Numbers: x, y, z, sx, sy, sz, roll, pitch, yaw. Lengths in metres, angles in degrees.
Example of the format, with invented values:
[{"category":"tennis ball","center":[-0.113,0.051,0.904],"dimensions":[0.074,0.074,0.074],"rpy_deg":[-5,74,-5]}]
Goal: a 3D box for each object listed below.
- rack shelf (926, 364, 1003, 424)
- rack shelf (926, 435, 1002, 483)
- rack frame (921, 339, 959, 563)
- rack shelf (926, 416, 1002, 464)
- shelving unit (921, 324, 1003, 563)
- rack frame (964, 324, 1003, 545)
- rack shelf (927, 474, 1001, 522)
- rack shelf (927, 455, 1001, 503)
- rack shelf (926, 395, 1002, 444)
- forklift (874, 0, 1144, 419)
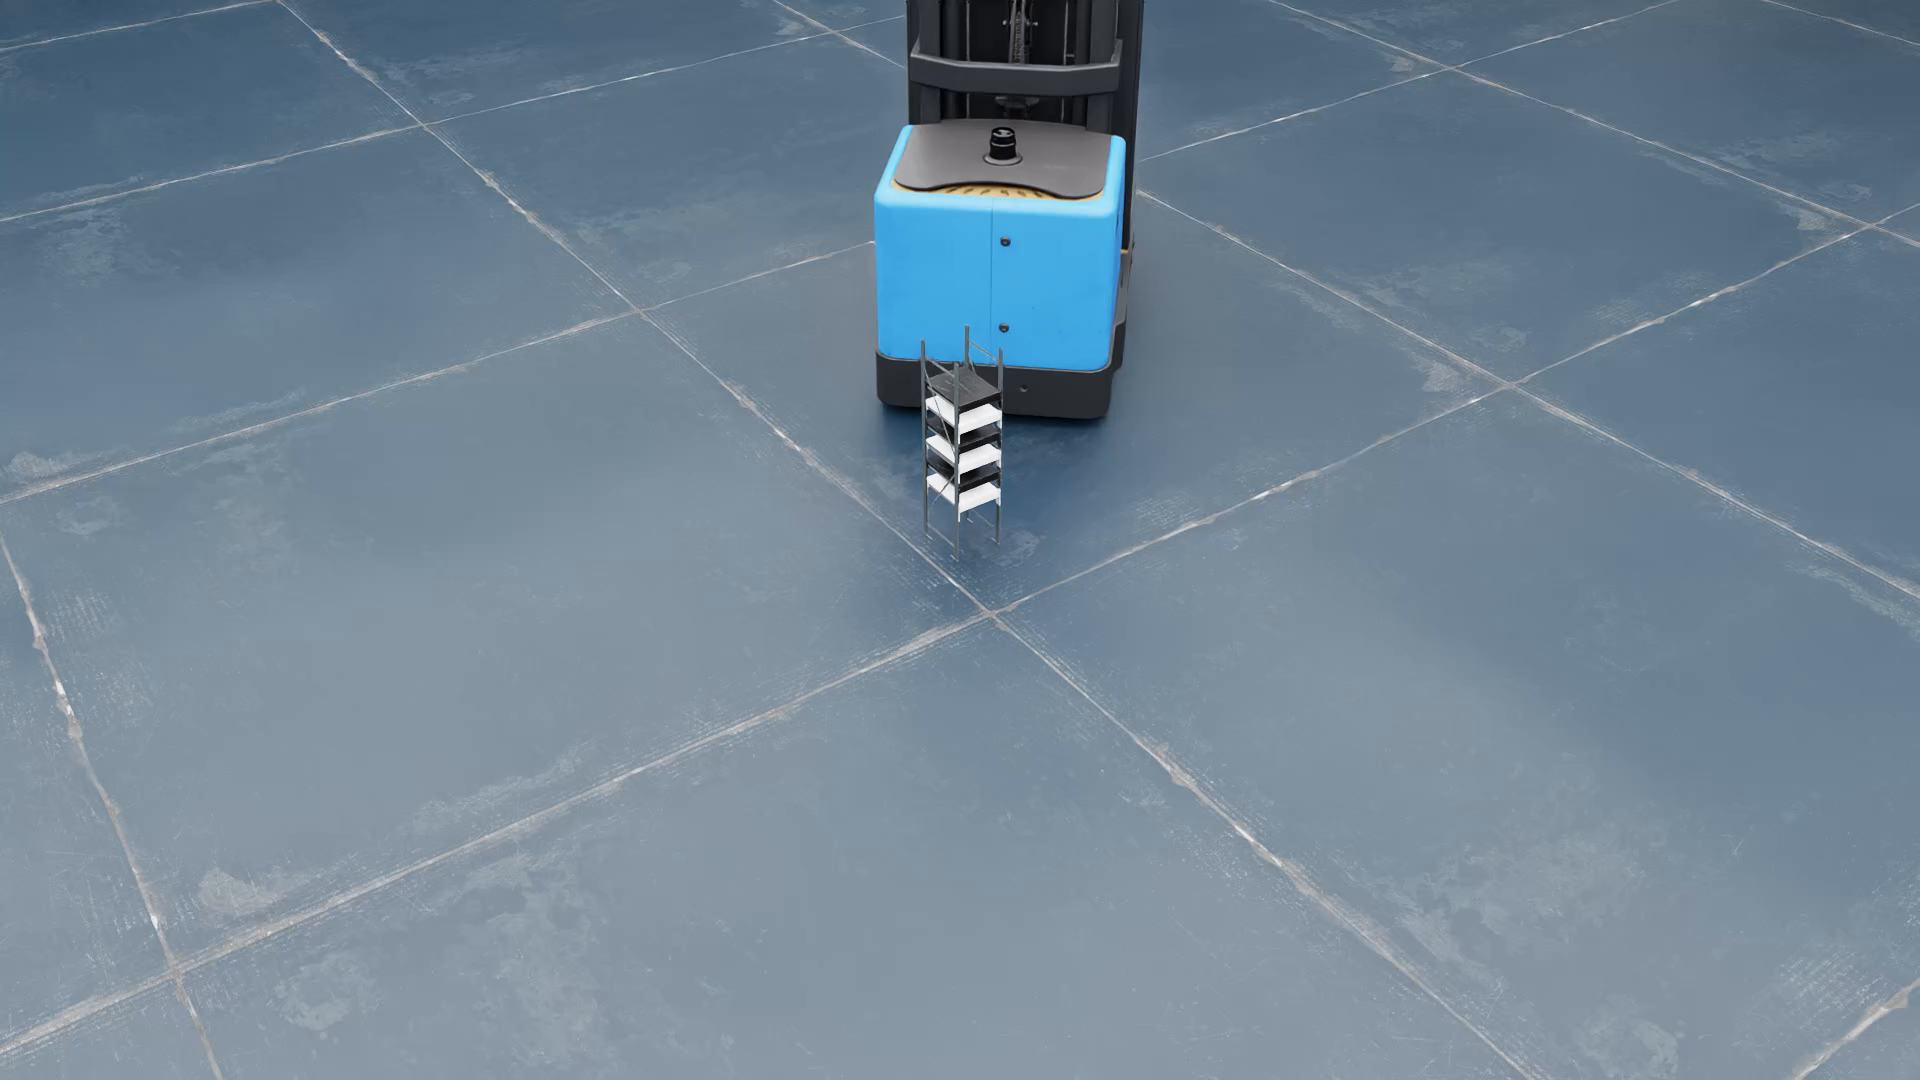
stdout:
[{"category":"rack shelf","center":[0.007,-0.560,6.353],"dimensions":[0.200,0.077,0.258],"rpy_deg":[-22,41,-28]},{"category":"rack shelf","center":[0.007,-0.341,6.510],"dimensions":[0.200,0.077,0.258],"rpy_deg":[-22,41,-28]},{"category":"rack frame","center":[-0.076,-0.334,6.443],"dimensions":[0.006,0.900,0.240],"rpy_deg":[-22,41,-28]},{"category":"rack shelf","center":[0.007,-0.414,6.458],"dimensions":[0.200,0.077,0.258],"rpy_deg":[-22,41,-28]},{"category":"shelving unit","center":[0.007,-0.368,6.491],"dimensions":[0.210,0.900,0.258],"rpy_deg":[-22,41,-28]},{"category":"rack frame","center":[0.090,-0.402,6.539],"dimensions":[0.006,0.900,0.240],"rpy_deg":[-22,41,-28]},{"category":"rack shelf","center":[0.007,-0.195,6.616],"dimensions":[0.200,0.077,0.258],"rpy_deg":[-22,41,-28]},{"category":"rack shelf","center":[0.007,-0.268,6.563],"dimensions":[0.200,0.077,0.258],"rpy_deg":[-22,41,-28]},{"category":"rack shelf","center":[0.007,-0.487,6.405],"dimensions":[0.200,0.077,0.258],"rpy_deg":[-22,41,-28]},{"category":"forklift","center":[0.331,-2.576,7.822],"dimensions":[1.130,2.935,3.031],"rpy_deg":[4,36,6]}]
